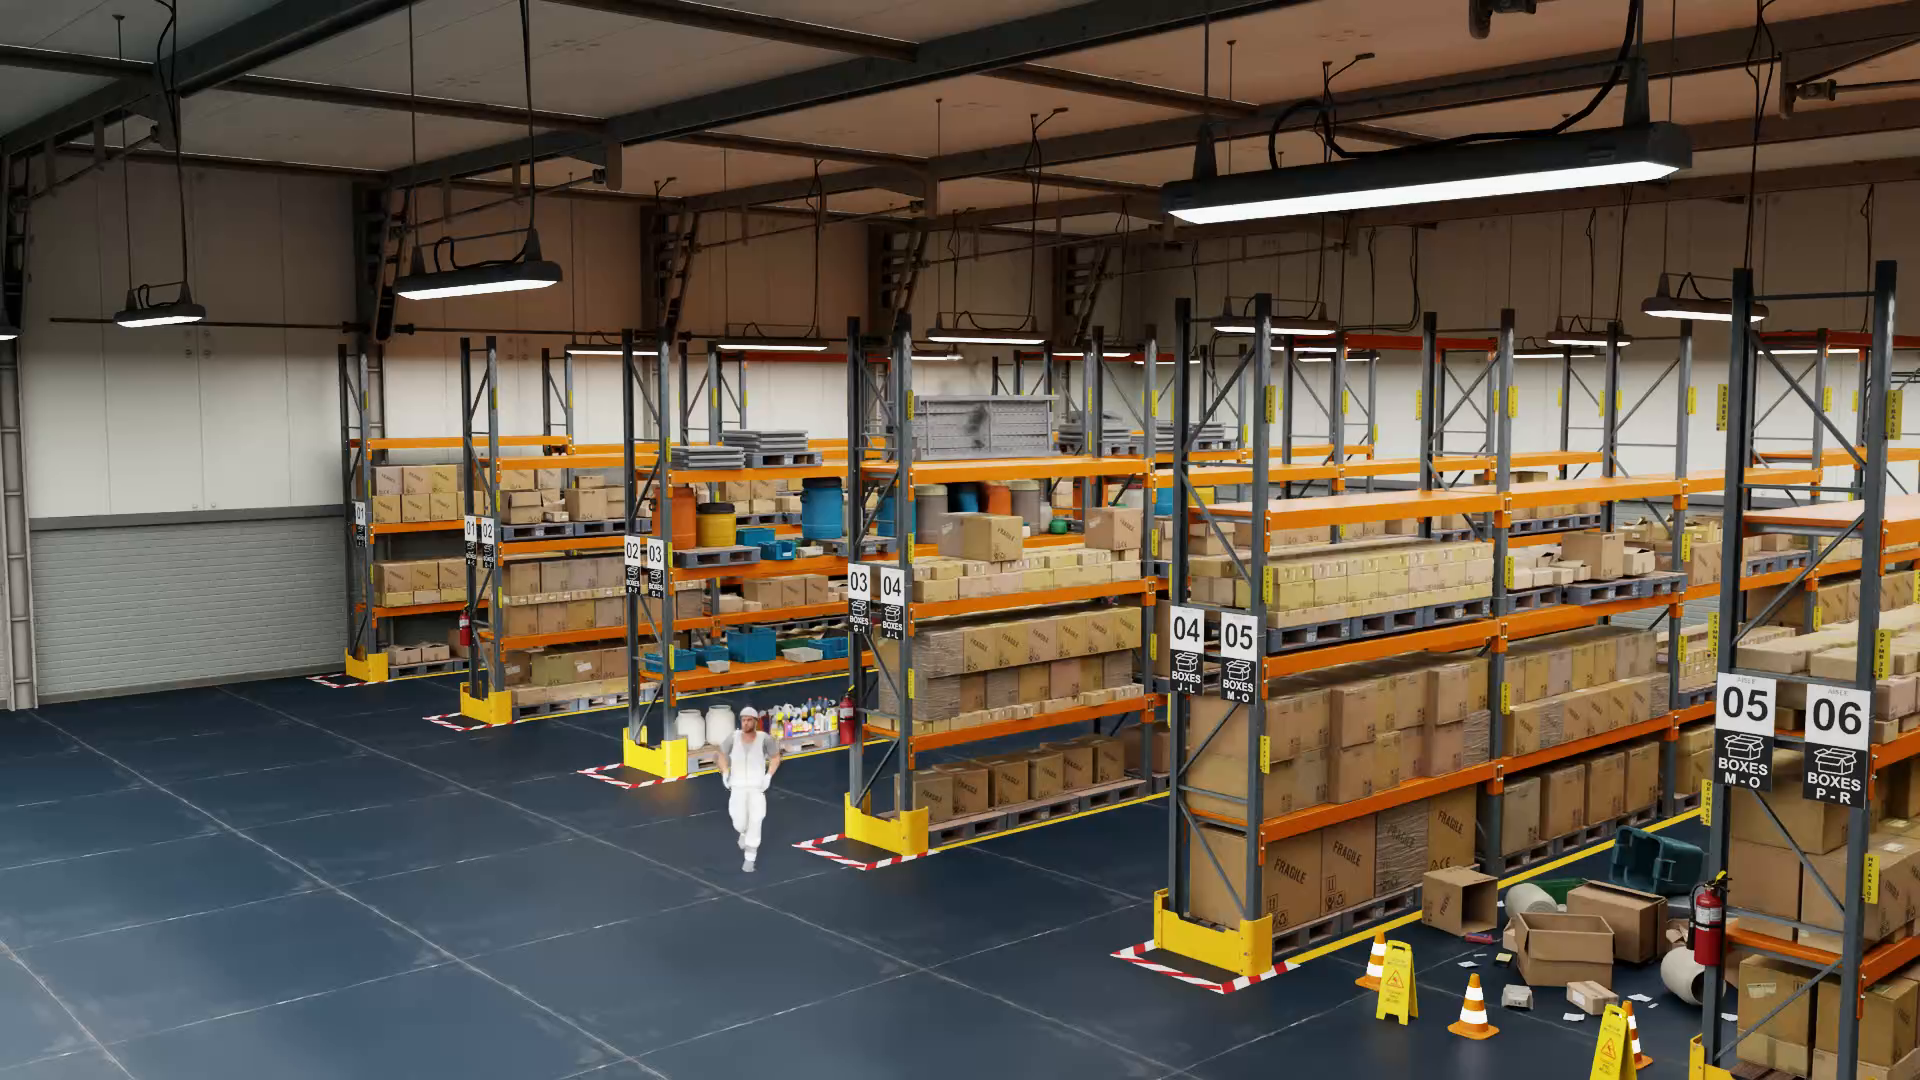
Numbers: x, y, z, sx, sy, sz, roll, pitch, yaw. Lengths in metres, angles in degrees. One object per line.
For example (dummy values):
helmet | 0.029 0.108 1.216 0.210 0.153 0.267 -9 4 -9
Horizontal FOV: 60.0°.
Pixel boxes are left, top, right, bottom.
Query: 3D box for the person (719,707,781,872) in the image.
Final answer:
person | -2.293 2.679 18.156 0.673 1.778 0.667 -1 5 -7

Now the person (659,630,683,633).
person | -5.348 1.493 31.001 0.680 1.836 0.897 4 7 40
